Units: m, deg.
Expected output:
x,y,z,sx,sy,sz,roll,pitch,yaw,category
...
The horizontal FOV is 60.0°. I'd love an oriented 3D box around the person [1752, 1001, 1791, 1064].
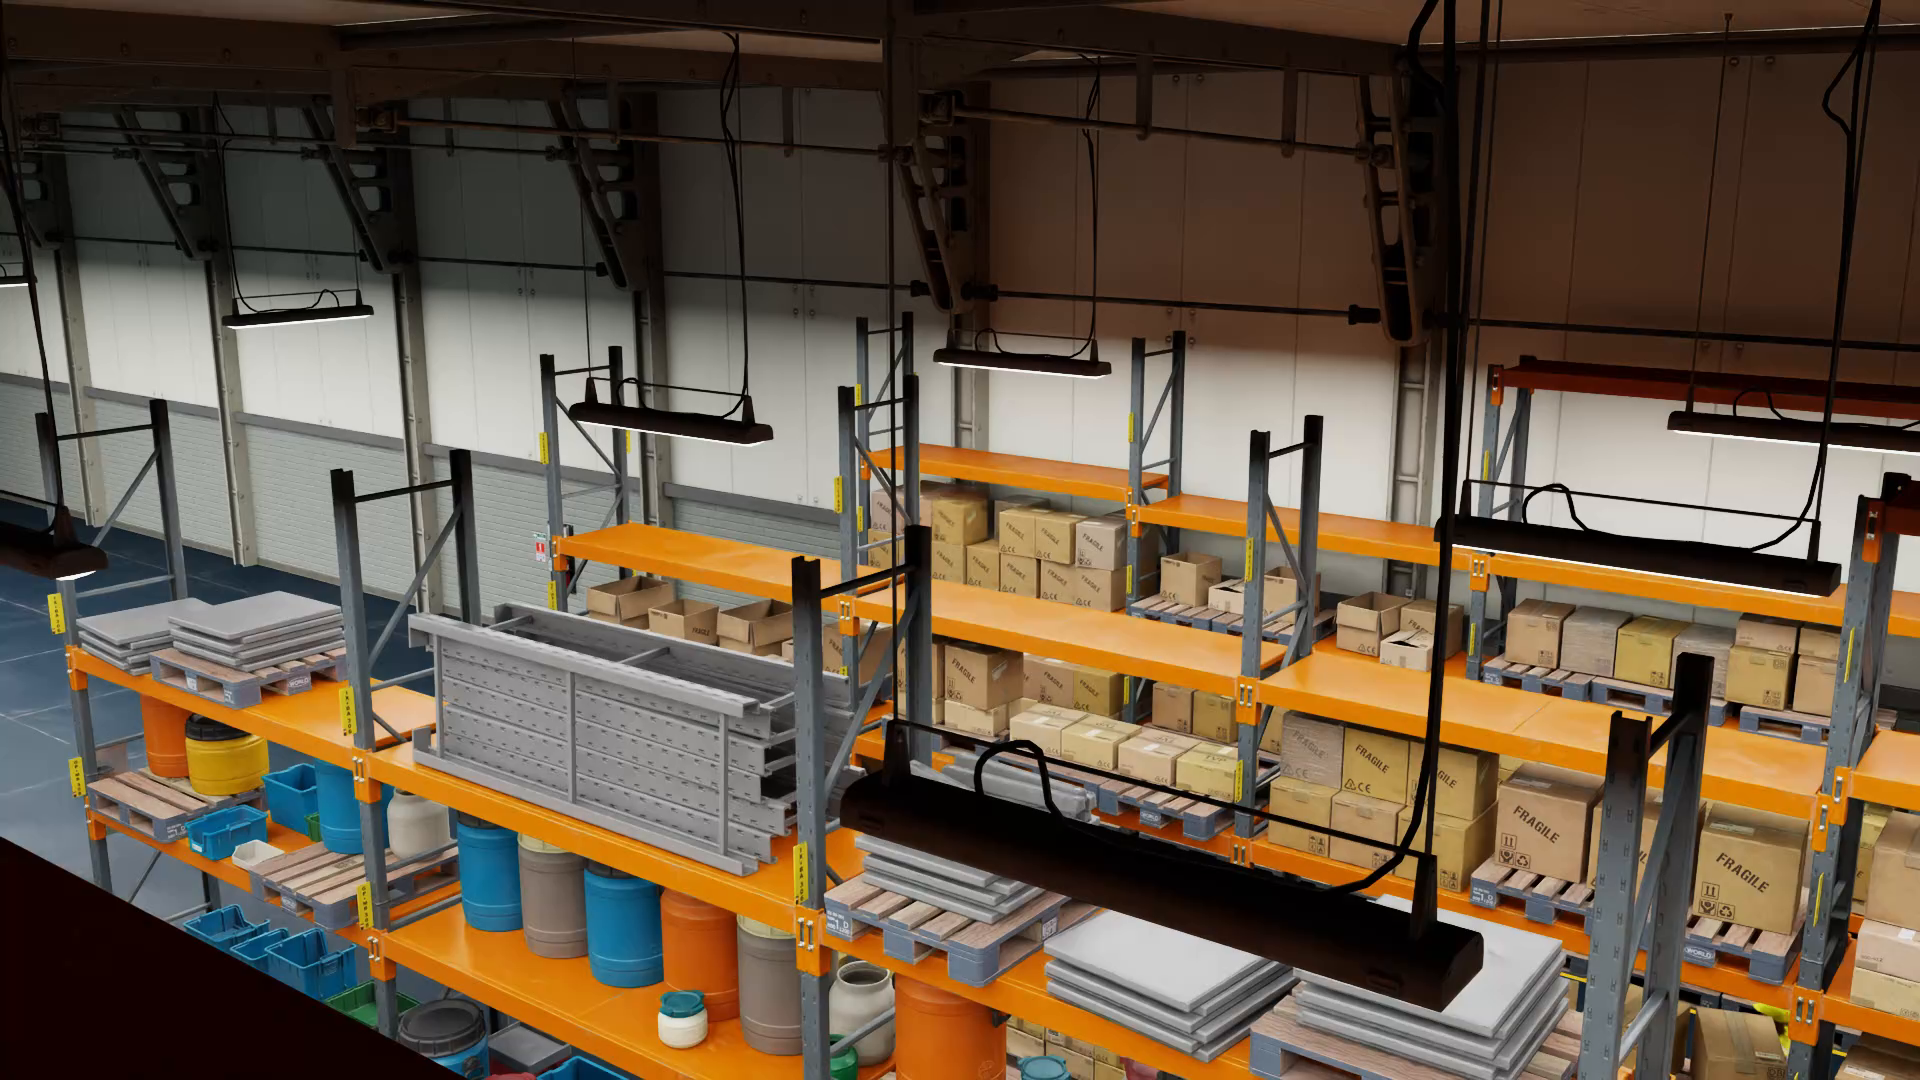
x,y,z,sx,sy,sz,roll,pitch,yaw,category
6.179,4.312,12.828,1.081,1.711,0.593,9,16,33,person
